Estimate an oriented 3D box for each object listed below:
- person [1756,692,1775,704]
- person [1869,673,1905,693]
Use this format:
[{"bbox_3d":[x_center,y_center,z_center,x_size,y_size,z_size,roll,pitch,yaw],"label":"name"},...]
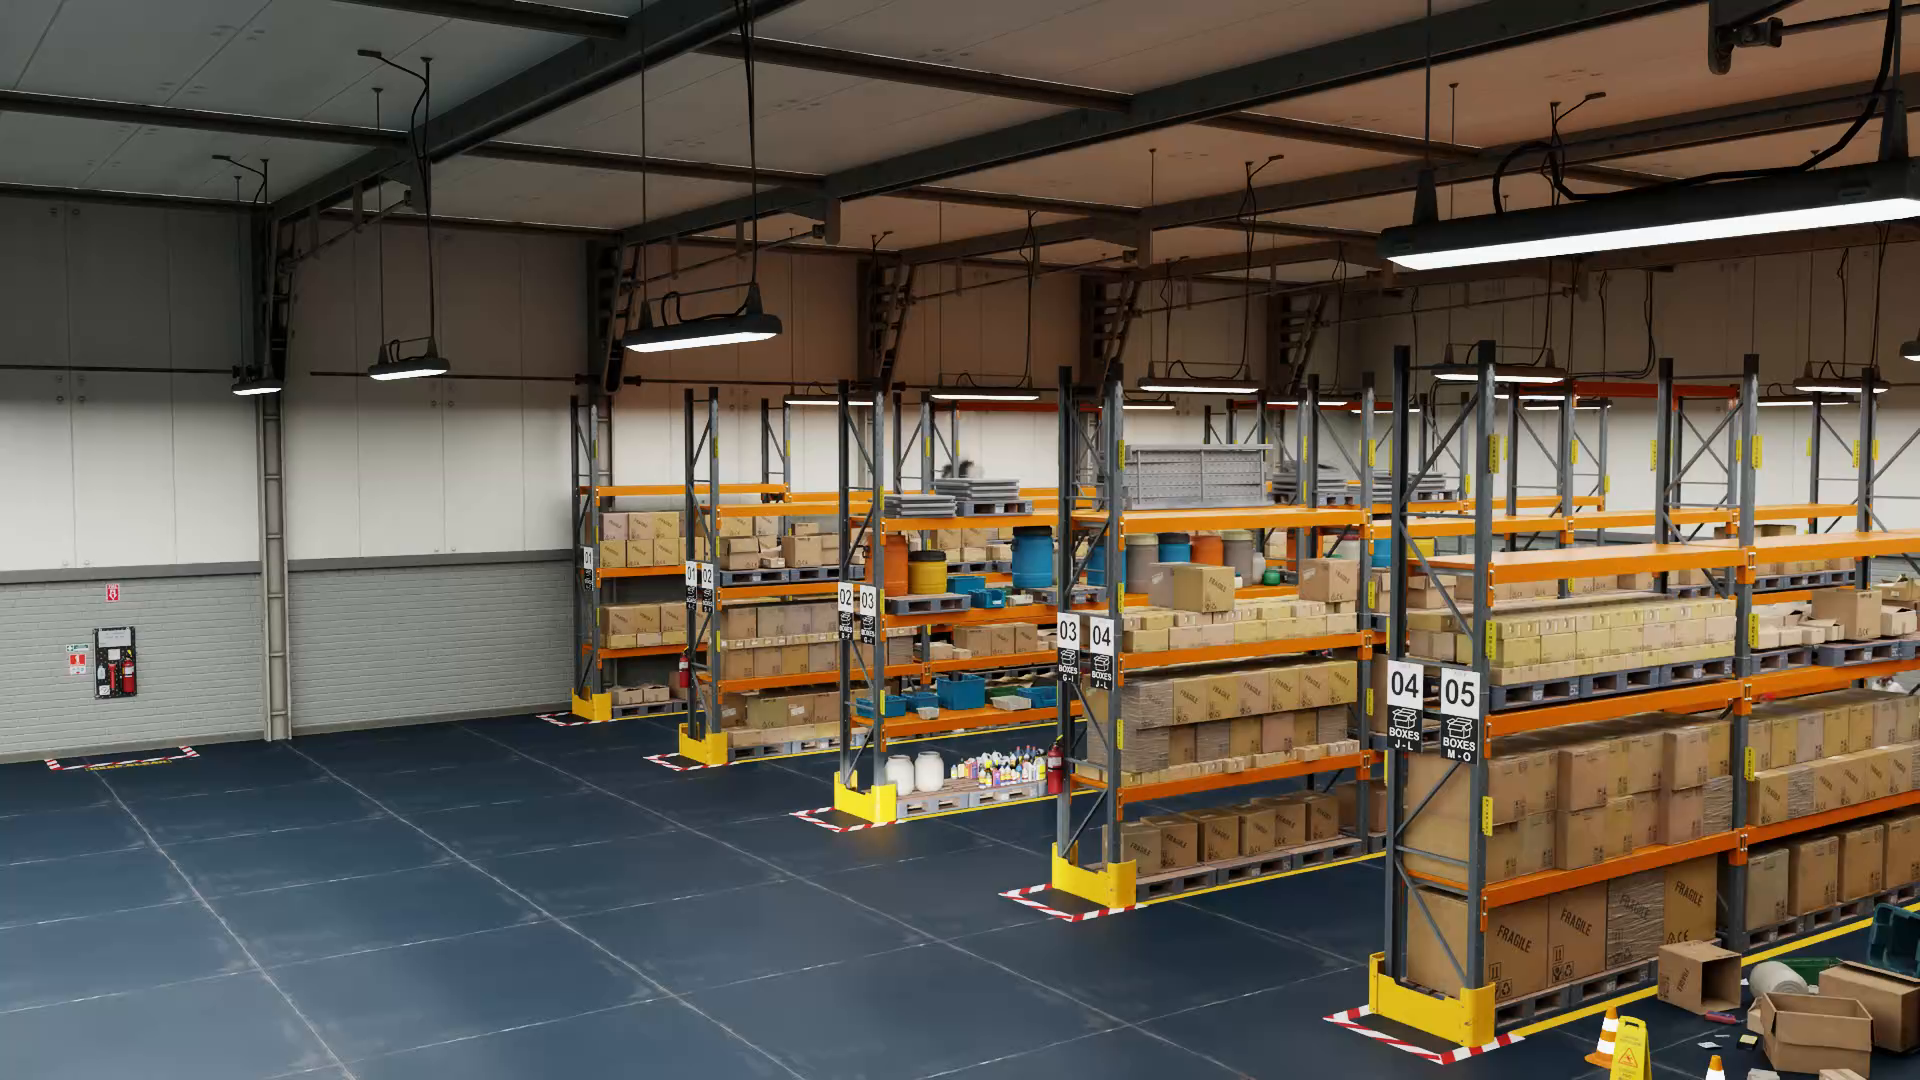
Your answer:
[{"bbox_3d":[11.019,2.916,22.611,0.774,1.781,0.657,-2,4,-31],"label":"person"},{"bbox_3d":[14.054,2.759,25.337,0.719,1.793,0.635,-3,5,-41],"label":"person"}]
